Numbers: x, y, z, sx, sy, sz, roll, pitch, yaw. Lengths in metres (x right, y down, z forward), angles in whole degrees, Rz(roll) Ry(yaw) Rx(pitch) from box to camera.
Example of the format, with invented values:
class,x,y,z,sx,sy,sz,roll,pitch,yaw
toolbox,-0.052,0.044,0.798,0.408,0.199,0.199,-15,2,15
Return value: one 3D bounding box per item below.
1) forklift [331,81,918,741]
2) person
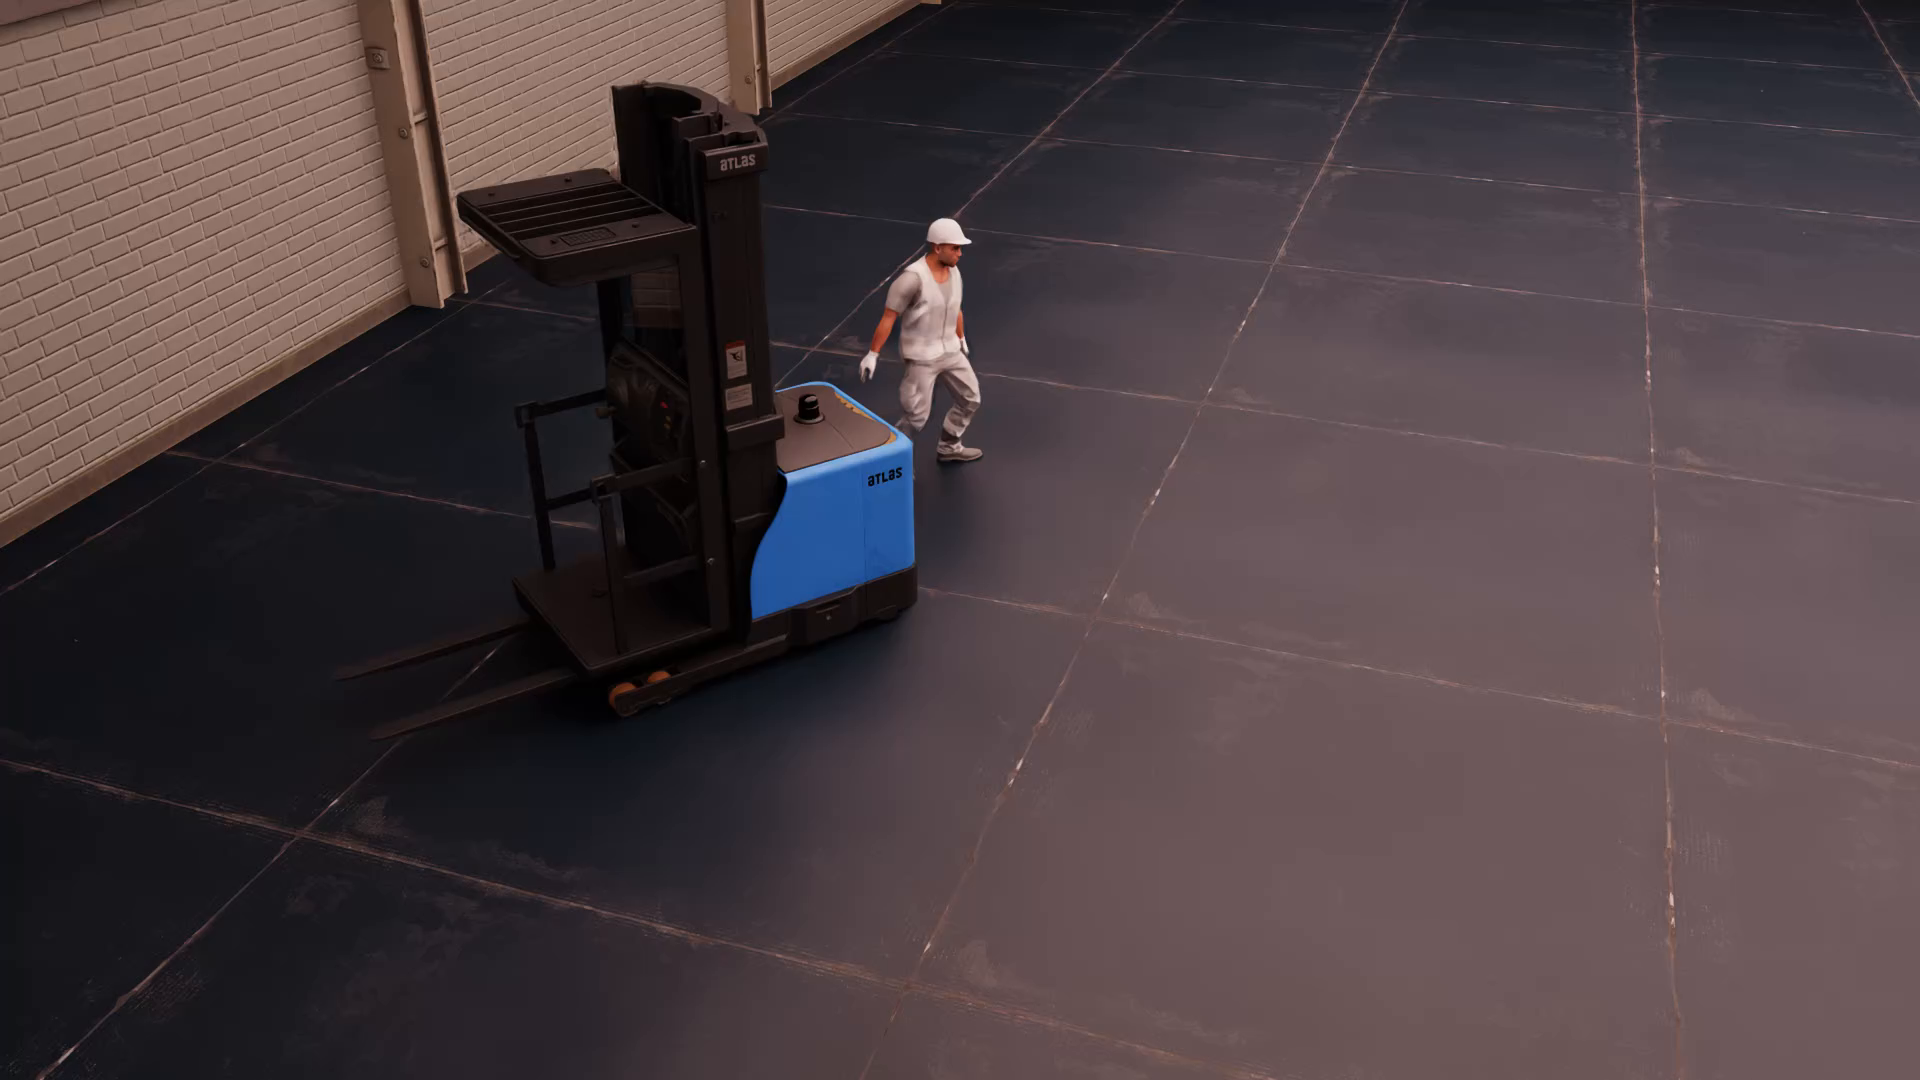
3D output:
class,x,y,z,sx,sy,sz,roll,pitch,yaw
forklift,-1.749,-0.671,8.313,3.031,2.935,1.130,-18,34,-29
person,-0.243,-1.166,10.454,0.893,1.750,0.496,-24,37,-35
